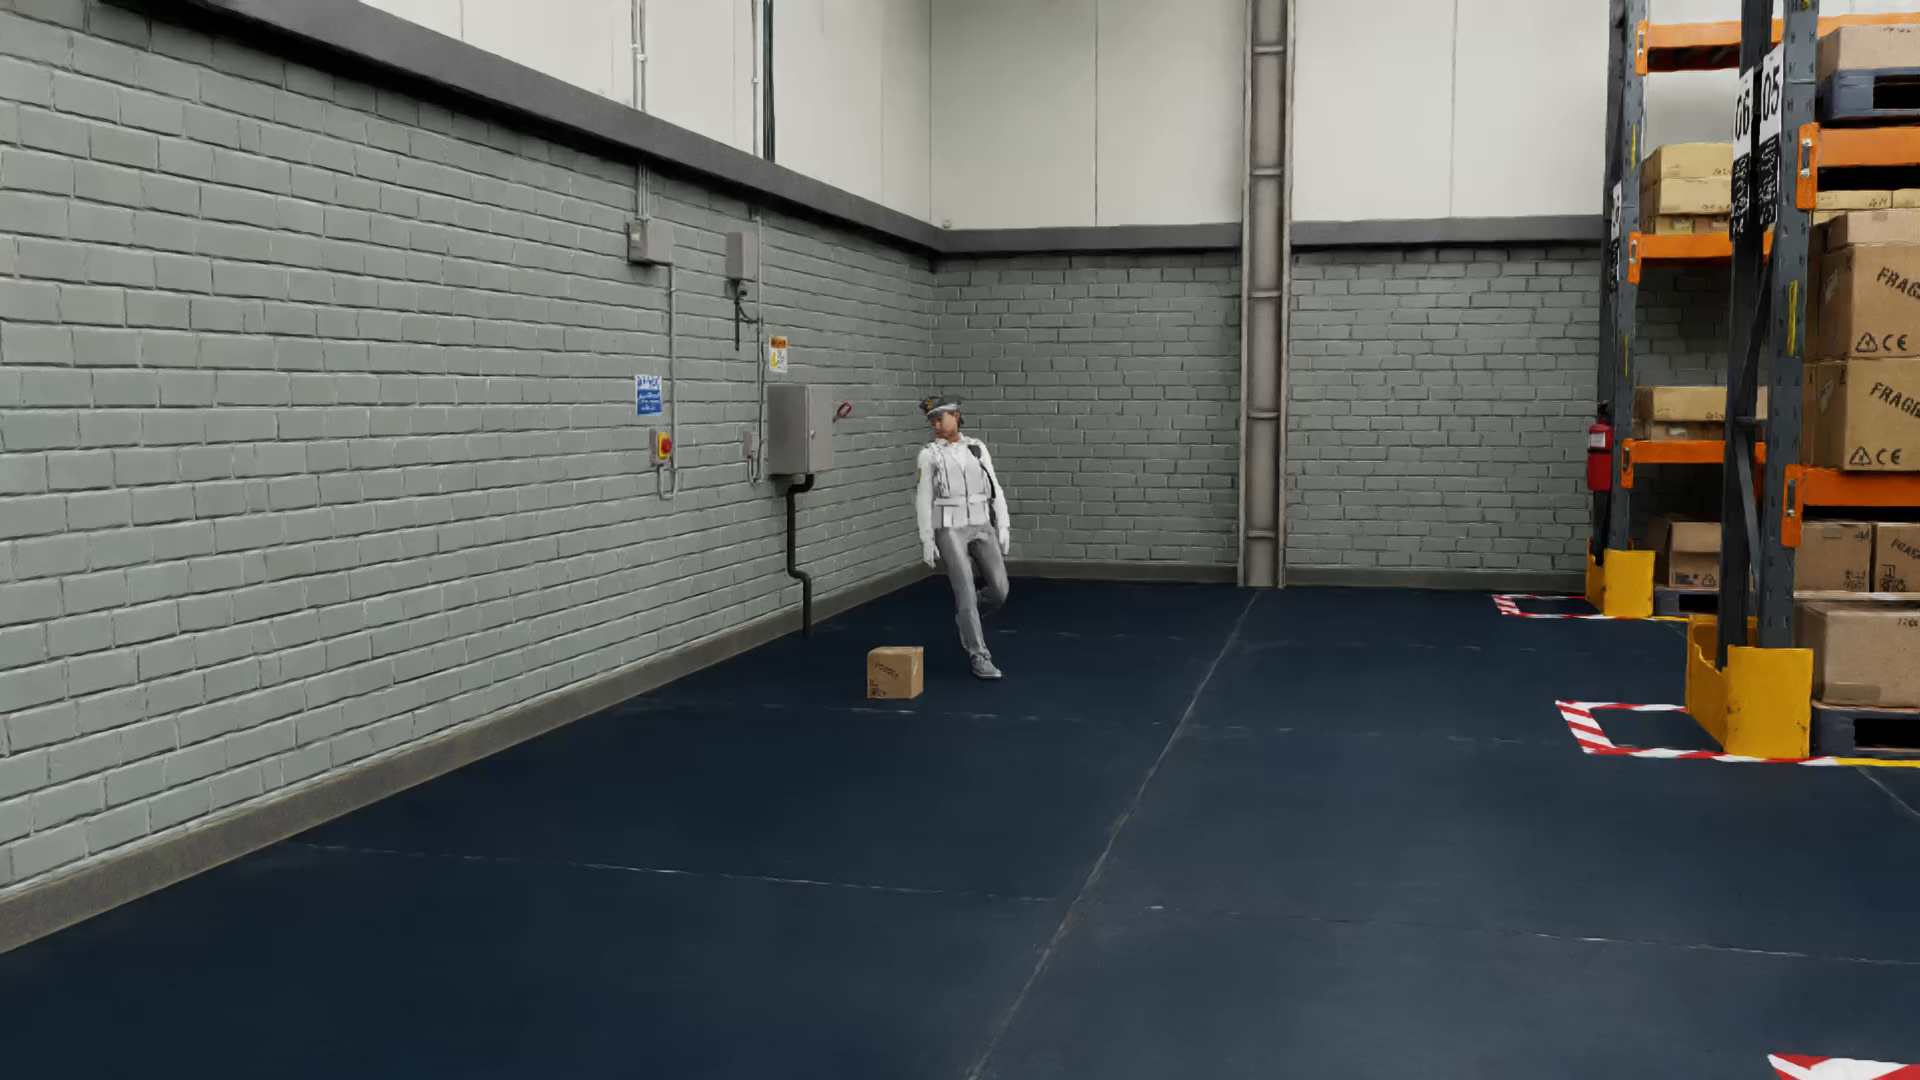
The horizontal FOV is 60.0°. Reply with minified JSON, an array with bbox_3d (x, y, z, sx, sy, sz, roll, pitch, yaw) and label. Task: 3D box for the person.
[{"bbox_3d":[0.027,-0.036,9.753,0.544,1.641,0.657,-2,5,-19],"label":"person"}]
